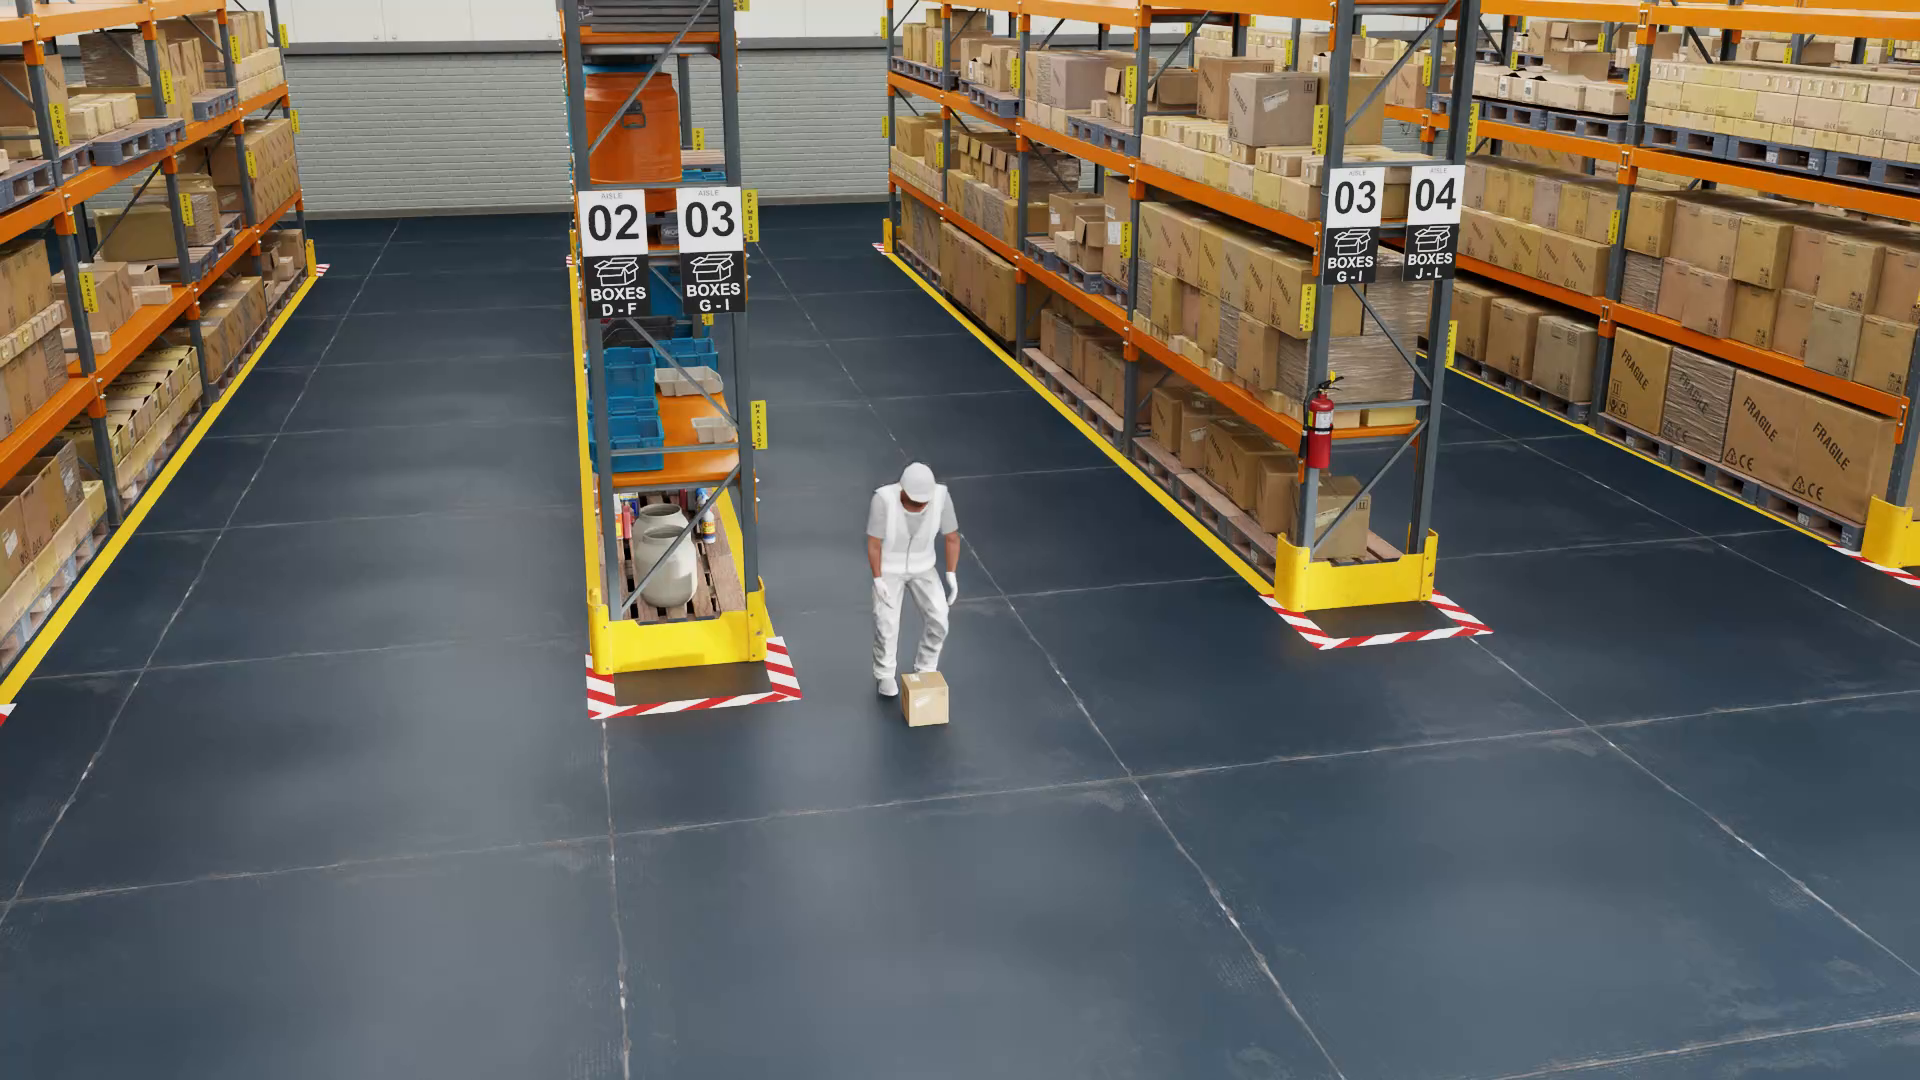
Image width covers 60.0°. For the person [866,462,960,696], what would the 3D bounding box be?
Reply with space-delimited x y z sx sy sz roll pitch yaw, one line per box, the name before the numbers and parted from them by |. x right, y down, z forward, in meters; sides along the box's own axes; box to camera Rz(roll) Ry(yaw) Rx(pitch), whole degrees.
person | -0.303 0.218 10.697 0.601 1.601 0.629 -4 20 -12
